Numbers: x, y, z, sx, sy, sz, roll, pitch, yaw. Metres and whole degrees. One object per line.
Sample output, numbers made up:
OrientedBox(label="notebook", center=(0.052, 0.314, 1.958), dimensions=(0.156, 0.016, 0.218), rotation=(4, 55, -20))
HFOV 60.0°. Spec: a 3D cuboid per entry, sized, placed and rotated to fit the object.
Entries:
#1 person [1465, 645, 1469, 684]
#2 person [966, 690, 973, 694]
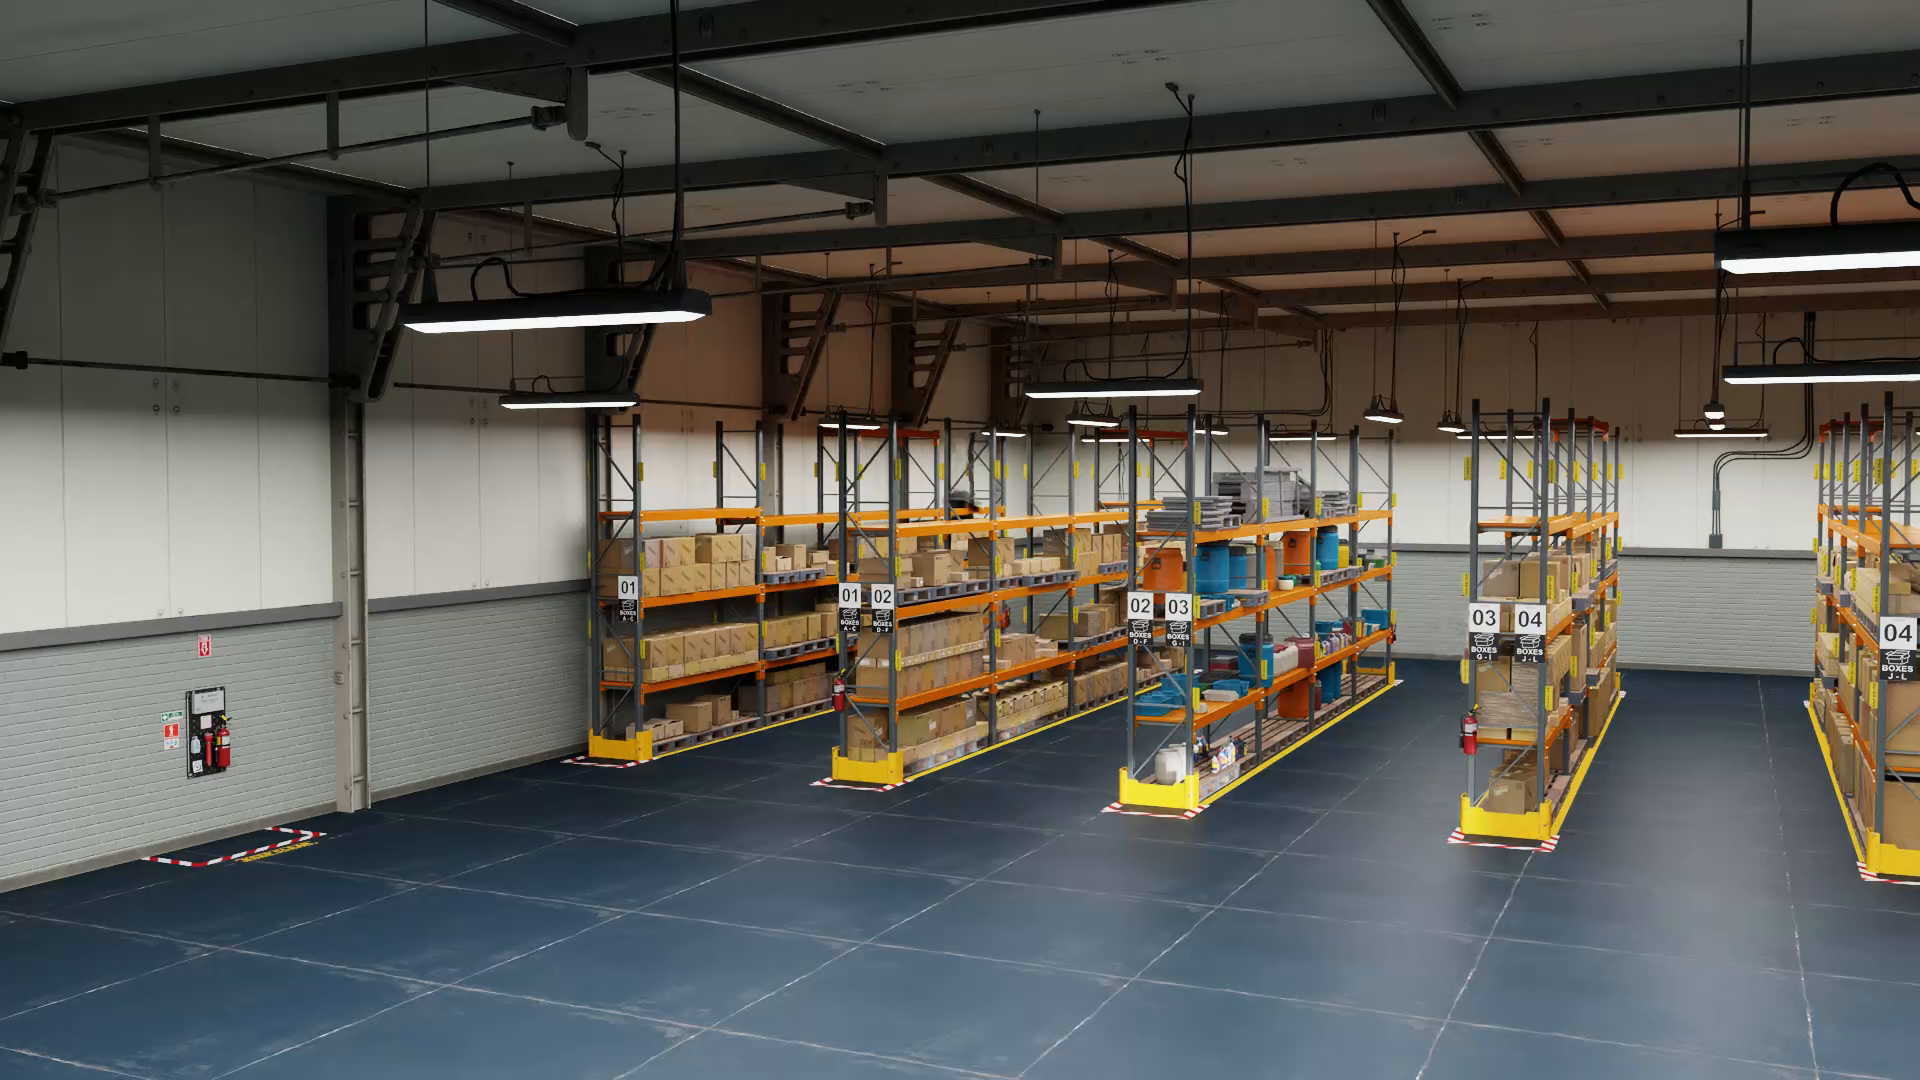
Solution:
OrientedBox(label="person", center=(10.528, 2.747, 33.640), dimensions=(0.653, 1.794, 0.989), rotation=(1, 3, 24))
OrientedBox(label="person", center=(0.236, 2.753, 35.938), dimensions=(0.533, 1.573, 0.589), rotation=(1, 3, 22))
